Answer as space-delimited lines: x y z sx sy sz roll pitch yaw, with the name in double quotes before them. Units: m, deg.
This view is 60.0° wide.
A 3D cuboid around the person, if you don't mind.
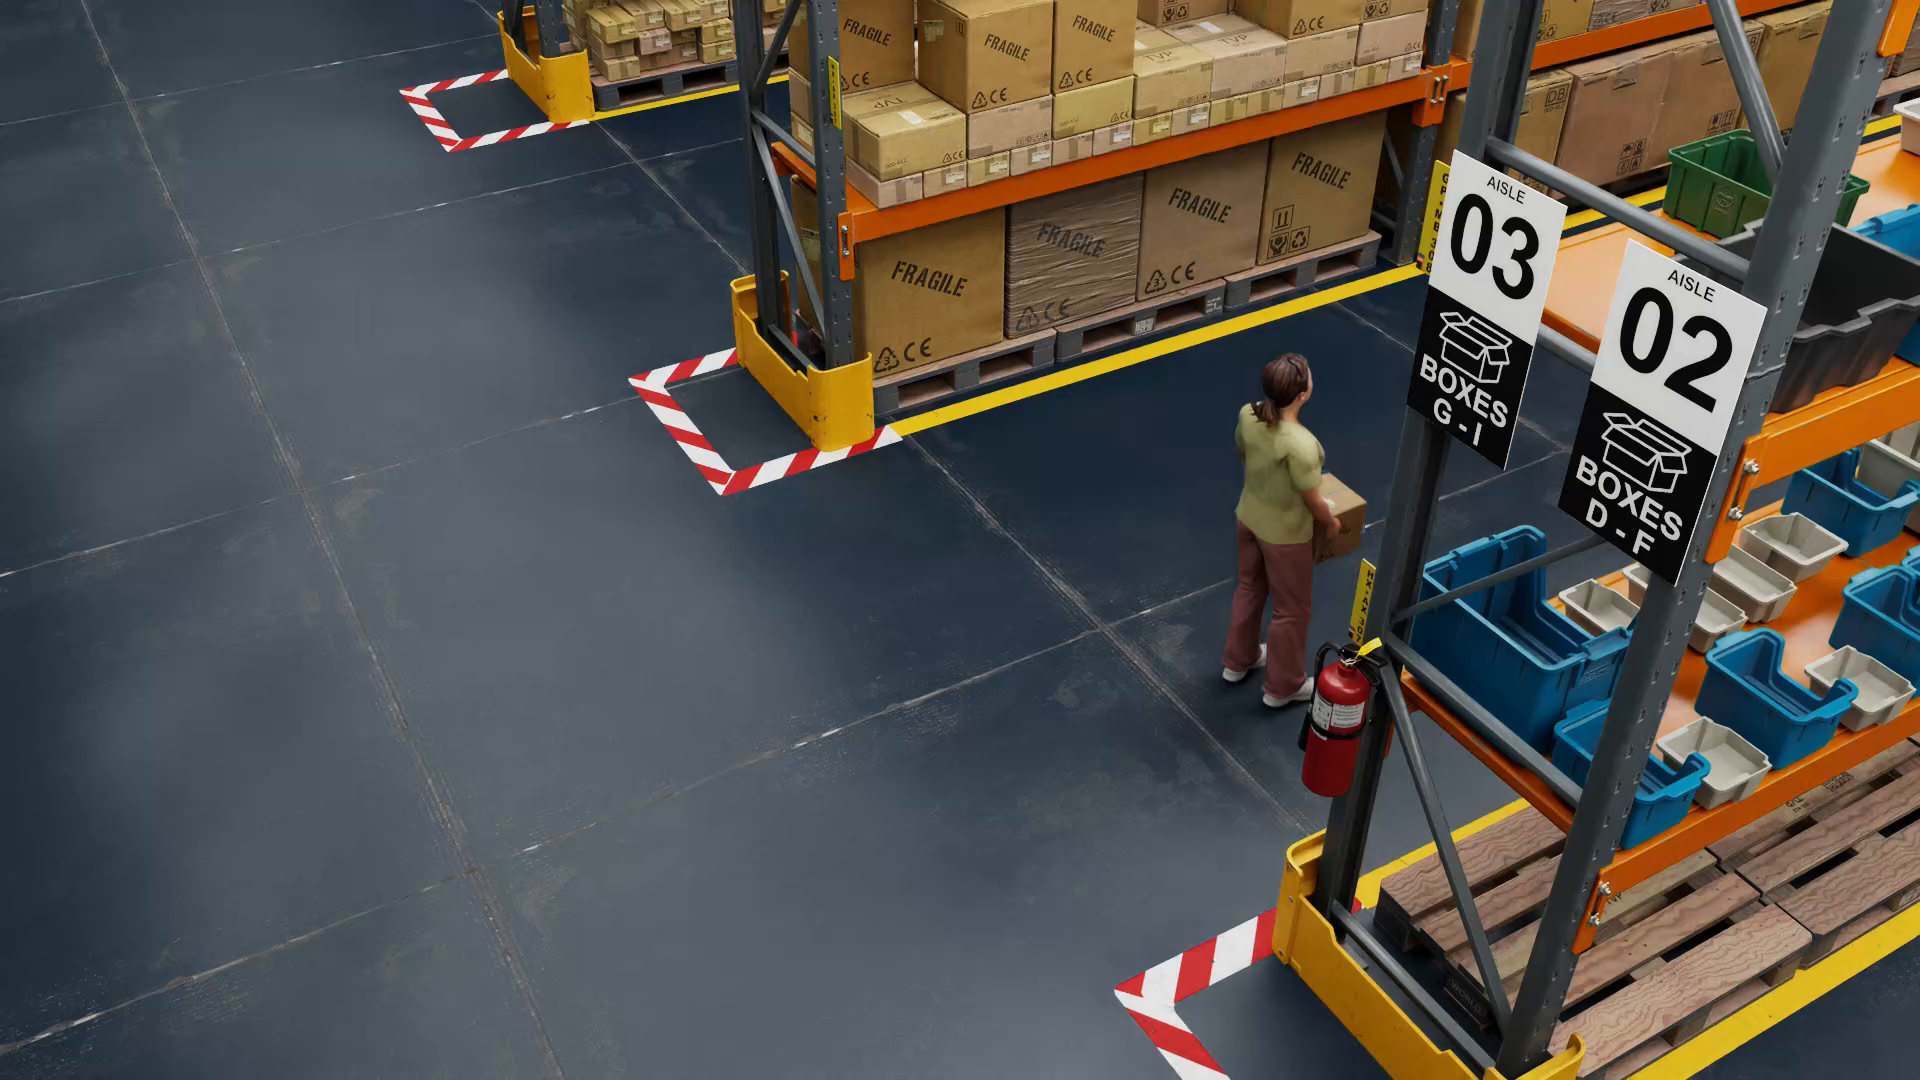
"person" 1.342 -0.056 7.009 0.416 1.664 0.509 -19 41 -24
